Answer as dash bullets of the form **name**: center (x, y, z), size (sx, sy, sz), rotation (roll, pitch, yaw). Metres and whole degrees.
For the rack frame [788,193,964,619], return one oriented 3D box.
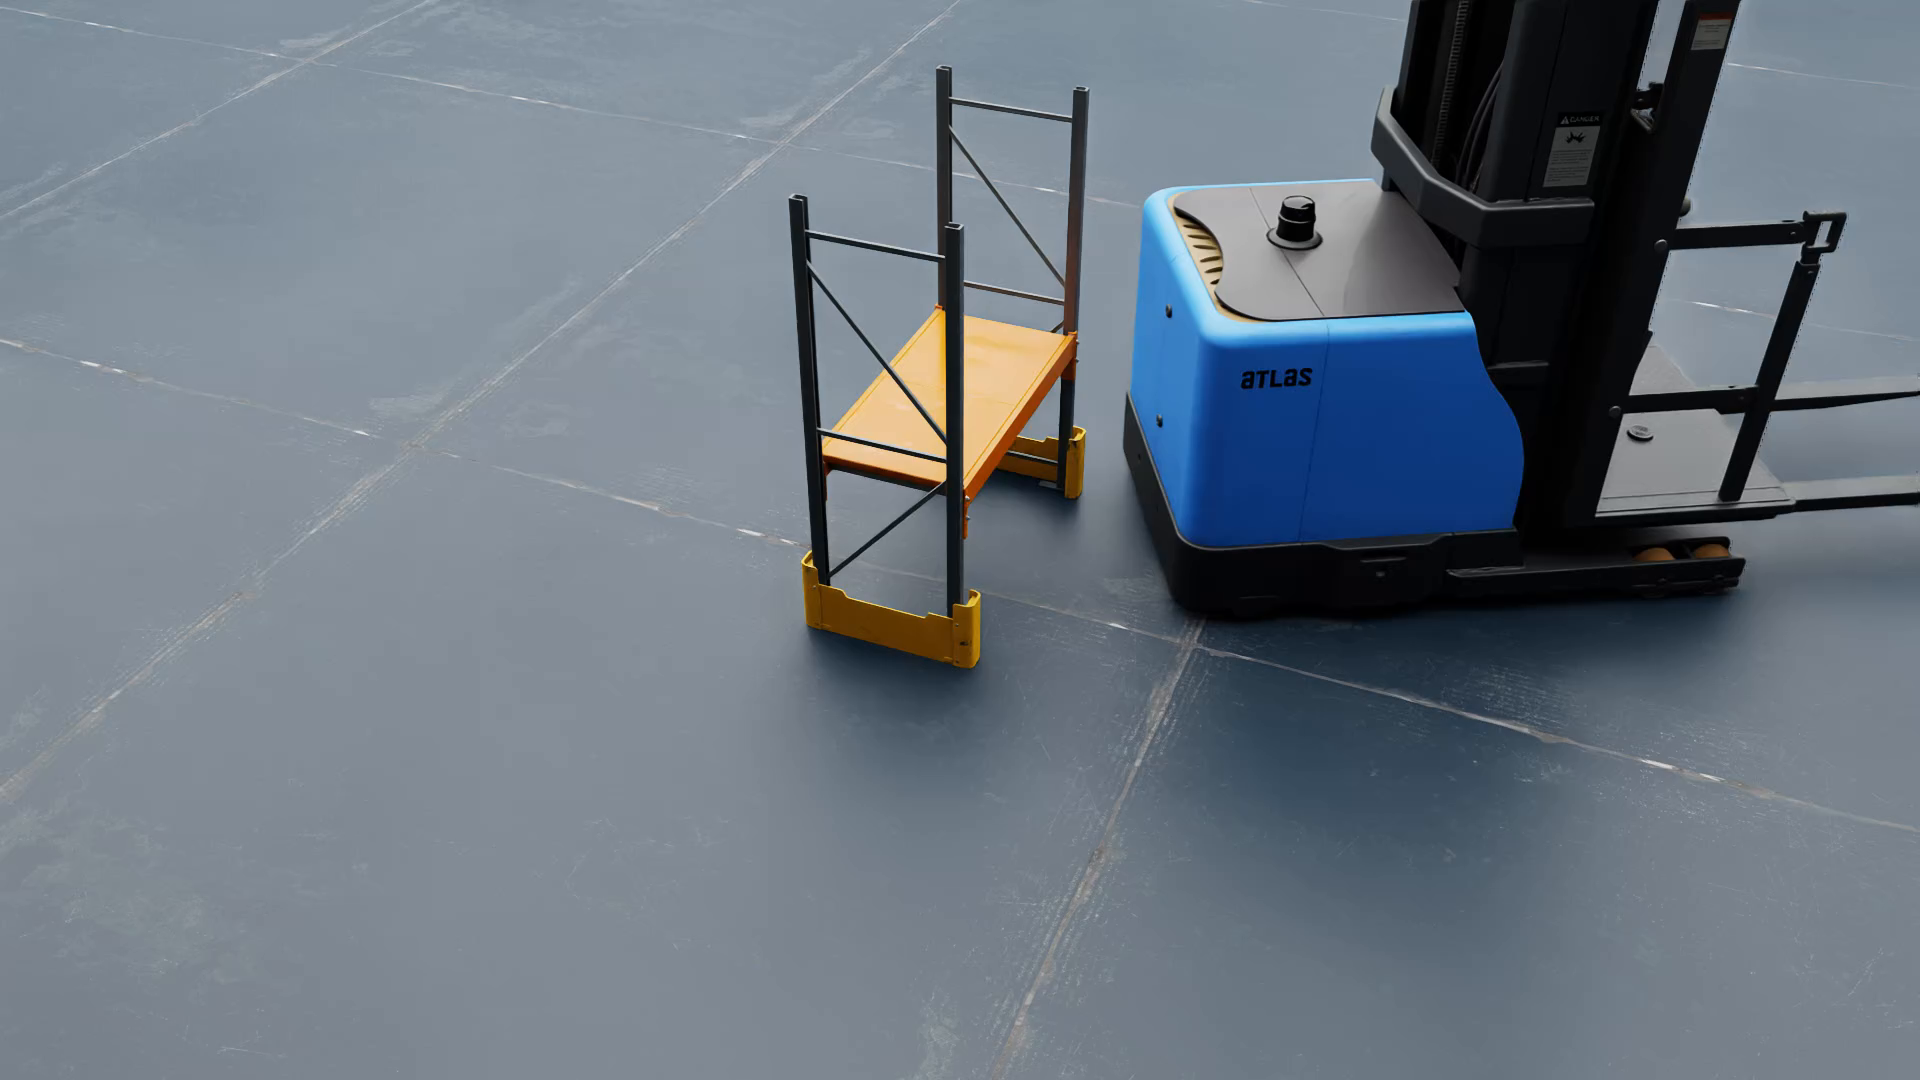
- **rack frame**: center (-0.226, -0.272, 4.861), size (0.500, 1.500, 0.032), rotation (14, 39, 18)

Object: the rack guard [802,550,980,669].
- **rack guard**: center (-0.218, 0.218, 5.250), size (0.587, 0.250, 0.087), rotation (14, 39, 18)

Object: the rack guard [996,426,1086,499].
- **rack guard**: center (0.160, -0.334, 5.988), size (0.587, 0.250, 0.087), rotation (14, 39, 18)

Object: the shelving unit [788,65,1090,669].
- **shelving unit**: center (-0.029, -0.559, 5.245), size (0.587, 1.500, 1.083), rotation (14, 39, 18)

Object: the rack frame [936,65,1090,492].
- **rack frame**: center (0.161, -0.835, 5.614), size (0.500, 1.500, 0.032), rotation (14, 39, 18)

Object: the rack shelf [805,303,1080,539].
- **rack shelf**: center (-0.032, -0.409, 5.345), size (0.538, 0.185, 1.000), rotation (14, 39, 18)

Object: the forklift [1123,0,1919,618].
- **forklift**: center (2.146, -1.295, 5.034), size (3.031, 2.935, 1.130), rotation (-4, 37, -5)
